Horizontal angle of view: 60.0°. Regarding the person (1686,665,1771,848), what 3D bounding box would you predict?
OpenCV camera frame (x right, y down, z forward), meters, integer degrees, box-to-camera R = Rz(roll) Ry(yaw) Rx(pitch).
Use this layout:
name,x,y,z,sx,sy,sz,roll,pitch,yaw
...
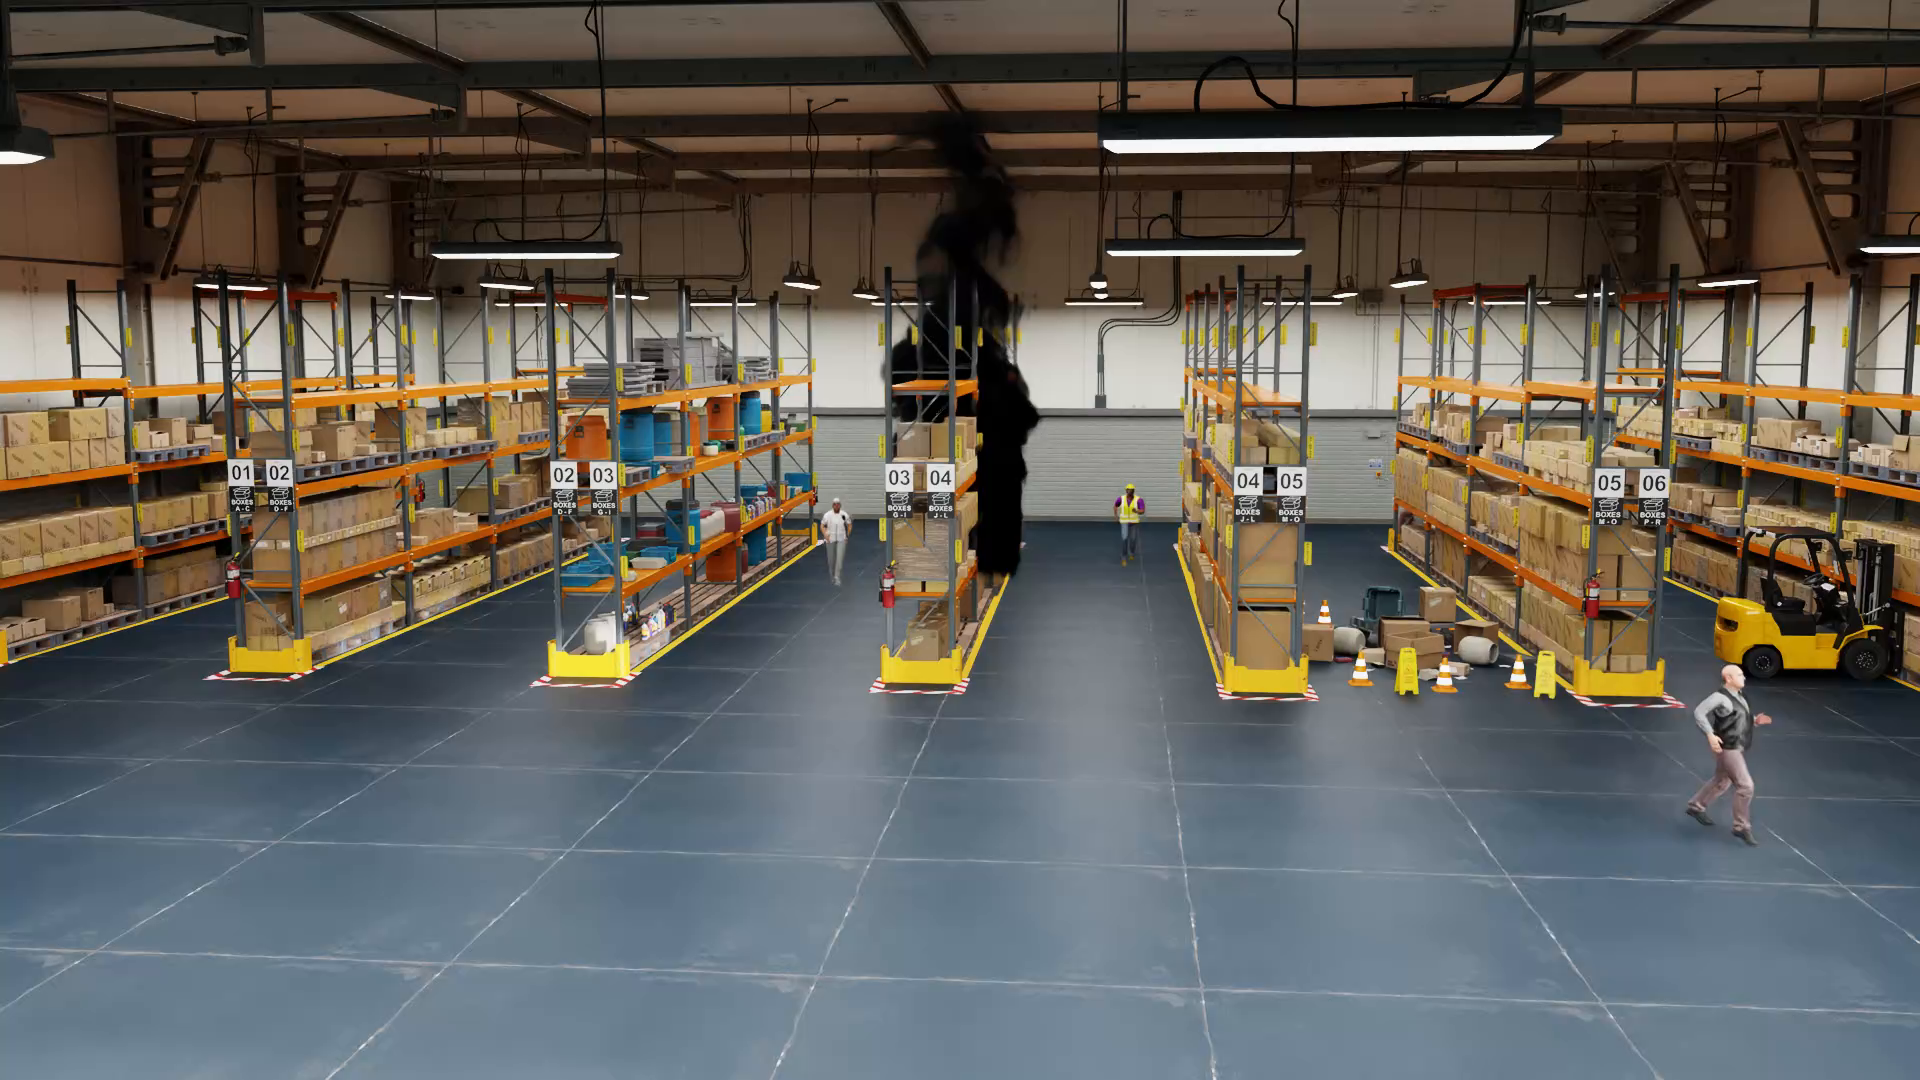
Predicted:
name,x,y,z,sx,sy,sz,roll,pitch,yaw
person,7.693,2.128,16.661,0.801,1.777,0.635,7,10,43

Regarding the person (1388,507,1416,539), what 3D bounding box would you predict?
name,x,y,z,sx,sy,sz,roll,pitch,yaw
person,10.830,-0.750,40.494,0.936,1.611,0.621,6,9,40

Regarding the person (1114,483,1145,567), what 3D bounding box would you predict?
name,x,y,z,sx,sy,sz,roll,pitch,yaw
person,3.744,-0.343,36.767,0.677,1.825,0.791,0,7,4

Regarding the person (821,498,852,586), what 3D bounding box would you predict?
name,x,y,z,sx,sy,sz,roll,pitch,yaw
person,-2.378,0.026,32.031,0.612,1.665,0.621,0,7,-3

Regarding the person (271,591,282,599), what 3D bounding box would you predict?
name,x,y,z,sx,sy,sz,roll,pitch,yaw
person,-12.143,0.604,29.534,0.532,1.612,0.799,0,7,-3
